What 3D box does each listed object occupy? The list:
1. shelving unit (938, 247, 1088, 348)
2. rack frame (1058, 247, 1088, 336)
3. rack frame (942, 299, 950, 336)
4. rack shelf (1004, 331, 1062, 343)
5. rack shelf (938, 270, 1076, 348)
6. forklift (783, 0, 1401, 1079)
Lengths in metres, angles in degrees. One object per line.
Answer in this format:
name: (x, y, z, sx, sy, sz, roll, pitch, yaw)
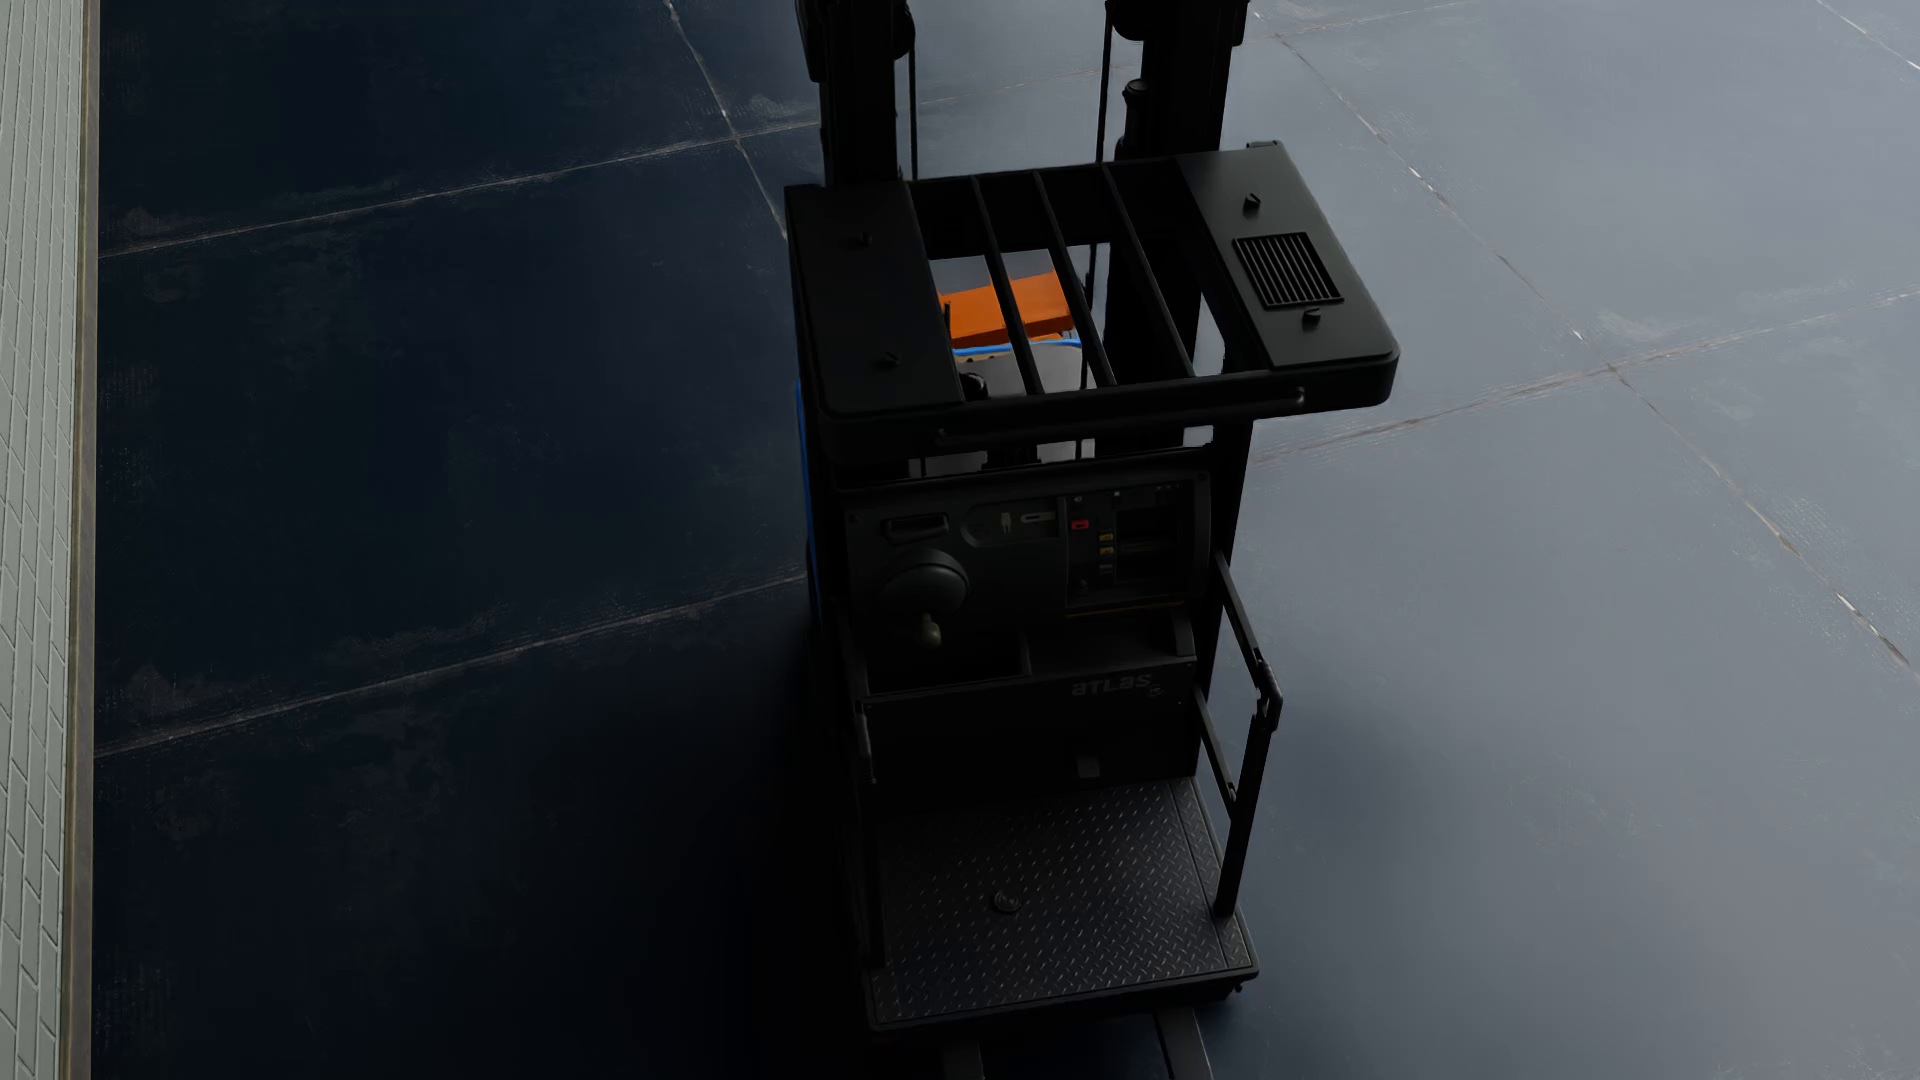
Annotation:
shelving unit: (0.154, -0.468, 5.869, 0.503, 1.200, 0.258, -13, 47, -13)
rack frame: (0.385, -0.522, 5.923, 0.015, 1.200, 0.240, -13, 47, -13)
rack frame: (-0.078, -0.413, 5.815, 0.015, 1.200, 0.240, -13, 47, -13)
rack shelf: (0.154, -0.578, 5.758, 0.480, 0.148, 0.258, -13, 47, -13)
rack shelf: (0.154, -0.745, 5.591, 0.480, 0.148, 0.258, -13, 47, -13)
forklift: (0.215, 0.134, 4.047, 1.130, 2.935, 3.031, -7, 46, -7)
